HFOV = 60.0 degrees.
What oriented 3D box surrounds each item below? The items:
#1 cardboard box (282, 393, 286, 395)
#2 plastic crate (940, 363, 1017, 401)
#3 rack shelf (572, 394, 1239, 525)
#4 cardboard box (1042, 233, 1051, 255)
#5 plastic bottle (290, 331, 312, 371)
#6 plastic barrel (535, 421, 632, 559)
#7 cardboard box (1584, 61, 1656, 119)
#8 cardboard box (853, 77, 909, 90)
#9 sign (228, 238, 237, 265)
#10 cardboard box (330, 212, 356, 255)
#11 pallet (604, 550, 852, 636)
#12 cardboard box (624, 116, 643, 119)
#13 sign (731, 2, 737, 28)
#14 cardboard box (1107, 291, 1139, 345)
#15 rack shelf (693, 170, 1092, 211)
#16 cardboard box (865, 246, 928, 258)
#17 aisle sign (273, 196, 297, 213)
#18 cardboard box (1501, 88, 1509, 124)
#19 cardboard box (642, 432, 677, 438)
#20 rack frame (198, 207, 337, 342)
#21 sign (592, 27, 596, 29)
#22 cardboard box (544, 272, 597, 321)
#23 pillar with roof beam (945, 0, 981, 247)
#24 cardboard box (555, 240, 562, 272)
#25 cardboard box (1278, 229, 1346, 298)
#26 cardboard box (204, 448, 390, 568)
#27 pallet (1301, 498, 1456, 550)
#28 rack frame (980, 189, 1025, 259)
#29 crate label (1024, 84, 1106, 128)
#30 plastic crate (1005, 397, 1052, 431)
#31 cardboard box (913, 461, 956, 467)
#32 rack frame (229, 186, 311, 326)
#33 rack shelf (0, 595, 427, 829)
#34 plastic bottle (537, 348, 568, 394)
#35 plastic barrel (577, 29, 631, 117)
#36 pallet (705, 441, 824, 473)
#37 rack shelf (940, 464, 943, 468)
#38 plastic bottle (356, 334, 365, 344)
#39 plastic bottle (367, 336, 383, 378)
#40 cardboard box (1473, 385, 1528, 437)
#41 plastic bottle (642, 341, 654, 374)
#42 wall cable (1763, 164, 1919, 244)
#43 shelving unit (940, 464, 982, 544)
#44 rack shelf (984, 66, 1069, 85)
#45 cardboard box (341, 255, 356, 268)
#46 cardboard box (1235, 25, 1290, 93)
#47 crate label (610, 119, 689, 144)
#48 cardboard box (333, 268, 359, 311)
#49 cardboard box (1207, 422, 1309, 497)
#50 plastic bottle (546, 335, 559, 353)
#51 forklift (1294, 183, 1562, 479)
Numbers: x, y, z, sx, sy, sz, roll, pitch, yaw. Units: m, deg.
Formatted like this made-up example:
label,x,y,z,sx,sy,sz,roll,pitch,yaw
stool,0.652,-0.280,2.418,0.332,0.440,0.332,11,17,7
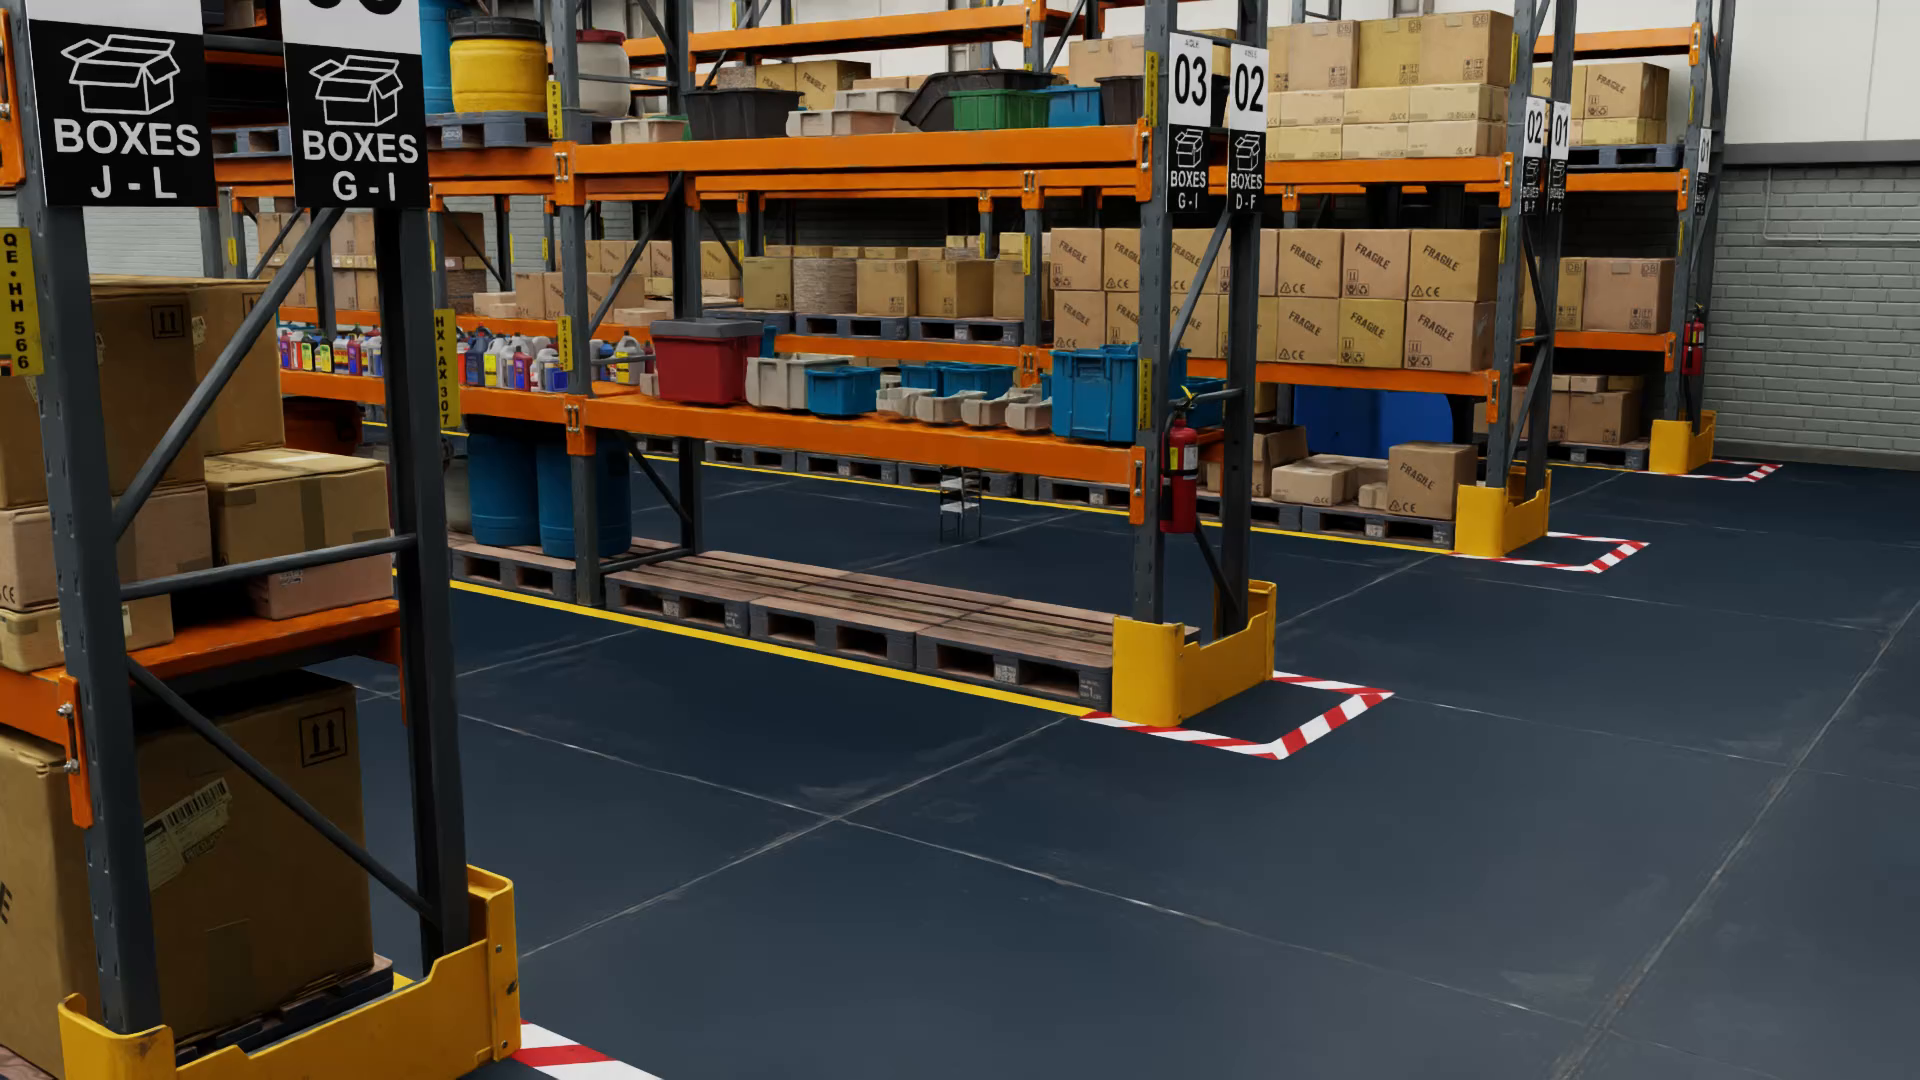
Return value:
label,x,y,z,sx,sy,sz,roll,pitch,yaw
cardboard box,-8.490,-2.002,21.113,0.500,0.250,0.500,8,13,36
plastic crate,0.105,-0.857,9.343,0.300,0.233,0.416,8,13,36
rack shelf,-0.442,-0.555,9.394,4.000,0.370,1.077,8,13,36
cardboard box,1.233,-3.522,19.762,0.500,0.250,0.500,8,13,35
plastic bottle,-4.747,-1.371,12.048,0.135,0.276,0.152,8,13,36
plastic barrel,-2.482,-0.373,10.977,0.708,0.901,0.600,8,13,36
cardboard box,6.283,-4.263,15.821,0.500,0.500,0.500,8,13,35
cardboard box,-0.558,-3.885,15.186,0.600,0.600,0.600,7,13,33
sign,-9.124,-3.619,20.854,0.005,0.325,0.100,8,13,36
cardboard box,-7.142,-3.694,20.050,0.500,0.500,0.700,8,14,36
pallet,-1.438,0.313,10.356,1.213,0.211,1.003,8,13,36
cardboard box,-4.901,-5.821,23.873,0.500,0.500,0.500,8,14,37
sign,-2.974,-6.911,21.892,0.005,0.325,0.100,8,13,36
cardboard box,1.545,-1.784,13.589,0.500,0.500,0.500,8,14,37
rack shelf,-0.731,-3.235,15.351,4.000,0.370,1.077,8,13,36
cardboard box,-0.816,-3.552,21.573,0.500,0.500,0.700,8,13,36
aisle sign,-8.670,-4.569,21.403,0.004,0.787,0.394,8,13,36
cardboard box,3.845,-3.183,12.267,0.500,0.250,0.500,8,13,36
cardboard box,-2.911,-1.218,17.064,0.500,0.250,0.500,8,14,37
rack frame,-5.278,-1.583,12.812,0.127,3.000,1.000,8,13,36
sign,-5.517,-7.563,25.055,0.005,0.325,0.100,8,13,36
cardboard box,-4.129,-2.635,17.989,0.500,0.500,0.500,8,14,36
pillar with roof beam,-2.498,-5.664,18.116,0.400,9.000,9.100,8,13,36
cardboard box,-5.655,-4.203,24.727,0.500,0.500,0.500,8,14,36
cardboard box,2.755,-2.103,12.608,0.500,0.500,0.500,8,14,37
cardboard box,-1.988,-0.093,4.723,0.500,0.250,0.500,8,13,34
pallet,3.401,-0.170,12.853,1.213,0.211,1.003,8,13,36
rack frame,0.586,-3.099,20.652,0.127,3.000,1.000,8,13,36
crate label,0.618,-2.236,8.684,0.502,0.251,0.408,8,13,36
plastic crate,0.406,-0.647,8.513,0.243,0.136,0.396,8,13,36
cardboard box,-0.080,-0.948,14.955,0.500,0.500,0.500,8,14,36
rack frame,-8.791,-3.240,21.379,0.127,3.000,1.000,8,13,36
rack shelf,-3.373,0.203,5.475,4.000,0.370,1.077,8,13,36
plastic bottle,-2.563,-1.067,10.473,0.135,0.276,0.152,8,13,36
plastic barrel,-2.330,-2.976,10.654,0.433,0.535,0.433,0,11,0
pallet,-1.763,-0.882,16.531,1.213,0.211,1.003,8,13,36
rack shelf,0.007,-0.585,12.412,0.200,0.077,0.258,8,13,36
plastic bottle,-4.617,-1.489,12.852,0.097,0.201,0.097,0,11,0
plastic bottle,-4.002,-1.268,11.511,0.135,0.276,0.152,8,13,36
cardboard box,5.602,-1.355,17.111,0.500,0.500,0.700,7,13,34
plastic bottle,-2.097,-1.182,11.050,0.133,0.283,0.061,8,13,36
wall cable,8.626,-2.699,15.911,1.851,1.984,0.084,8,13,36
shelving unit,0.007,-0.441,12.439,0.210,0.900,0.258,8,13,36
rack shelf,2.198,-5.270,19.026,4.000,0.370,1.077,8,13,36
cardboard box,-7.151,-3.328,19.863,0.250,0.149,0.380,8,14,37
cardboard box,2.515,-3.688,12.905,0.500,0.500,0.700,8,13,36
crate label,-1.830,-2.377,9.715,0.466,0.136,0.293,8,13,36
cardboard box,-7.173,-3.061,20.191,0.500,0.500,0.700,8,14,37
cardboard box,2.399,-0.671,13.513,0.637,0.503,0.797,8,13,36
plastic bottle,-2.813,-1.282,11.566,0.133,0.283,0.061,8,13,36
forklift,4.529,-2.078,15.552,3.031,2.935,1.130,-8,14,-36
